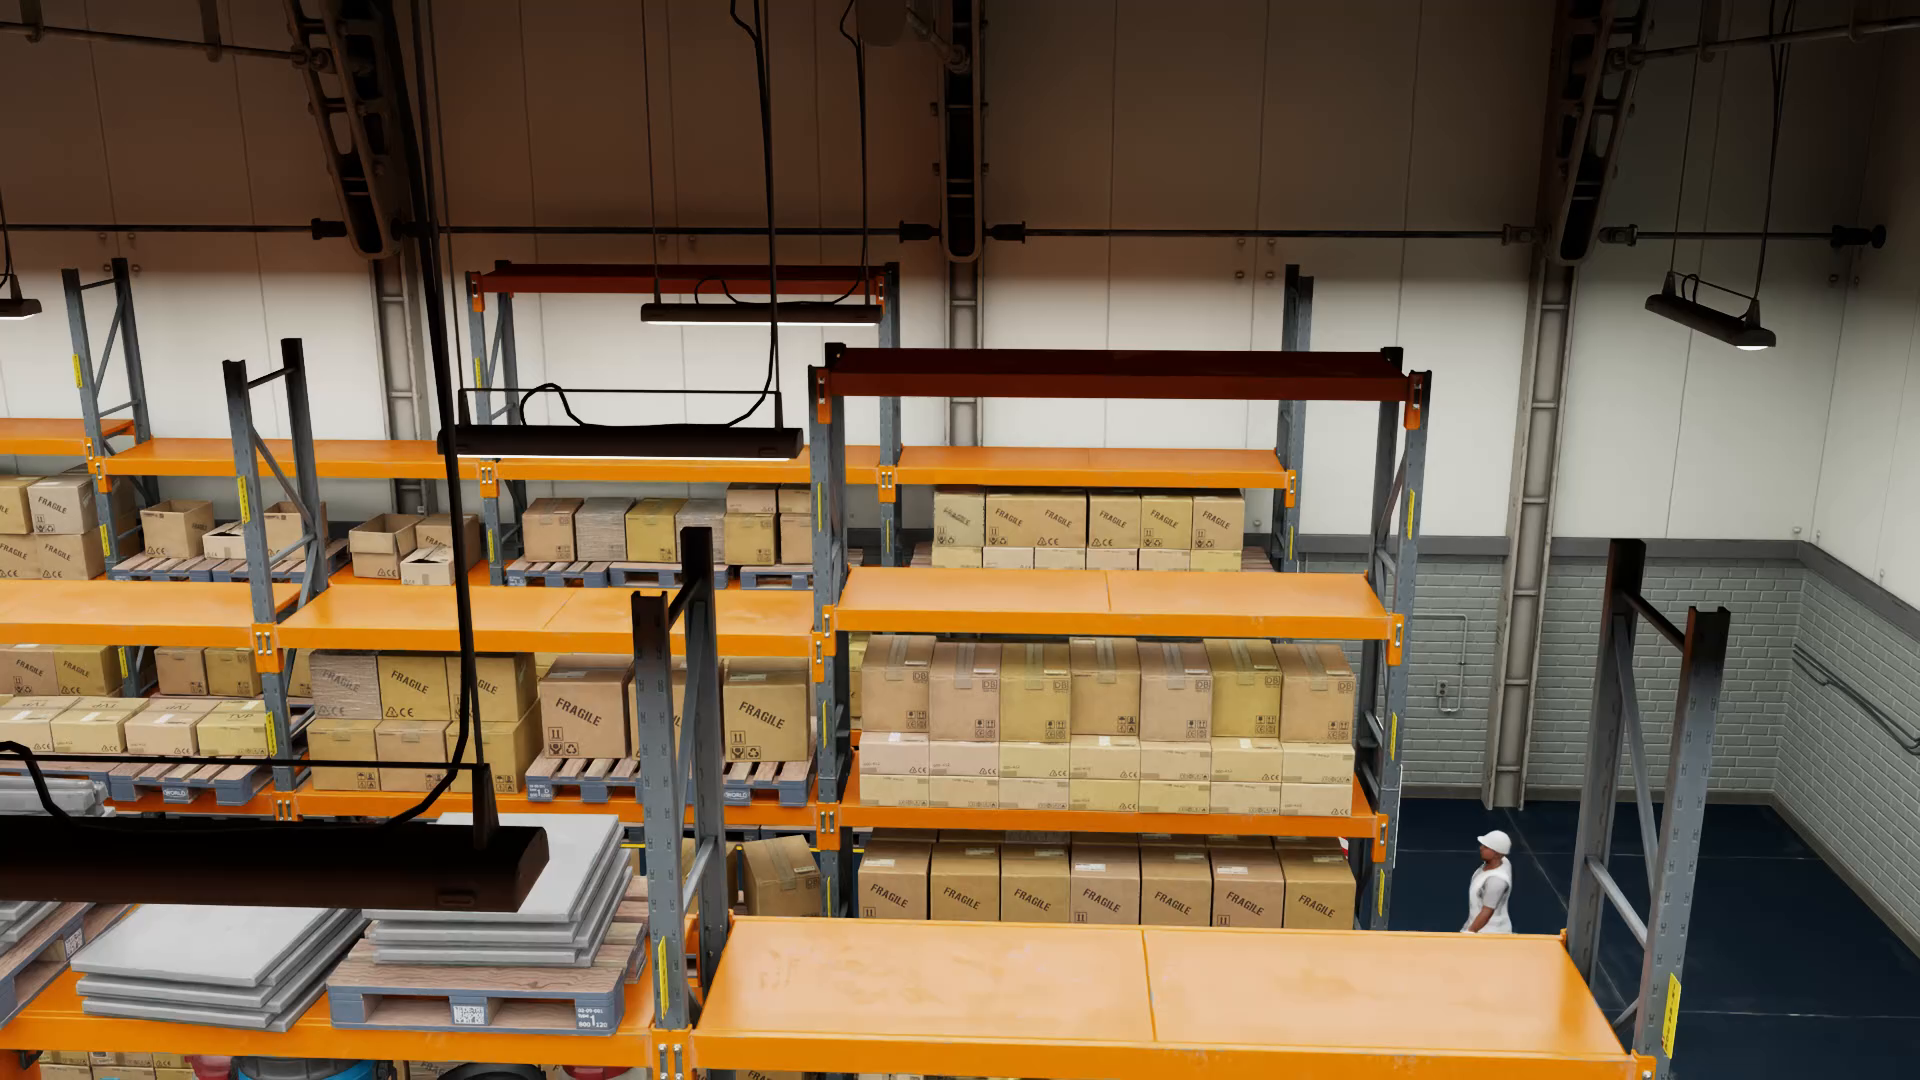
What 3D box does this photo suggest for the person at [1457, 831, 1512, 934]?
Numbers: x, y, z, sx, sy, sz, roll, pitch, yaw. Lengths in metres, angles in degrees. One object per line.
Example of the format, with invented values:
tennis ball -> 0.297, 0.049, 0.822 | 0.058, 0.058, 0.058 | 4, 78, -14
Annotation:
person -> 4.416, 3.267, 14.175 | 1.064, 1.721, 0.604 | 2, 16, 5

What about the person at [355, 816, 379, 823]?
person -> -5.413, 3.083, 14.997 | 0.841, 1.652, 0.475 | 4, 17, 14
